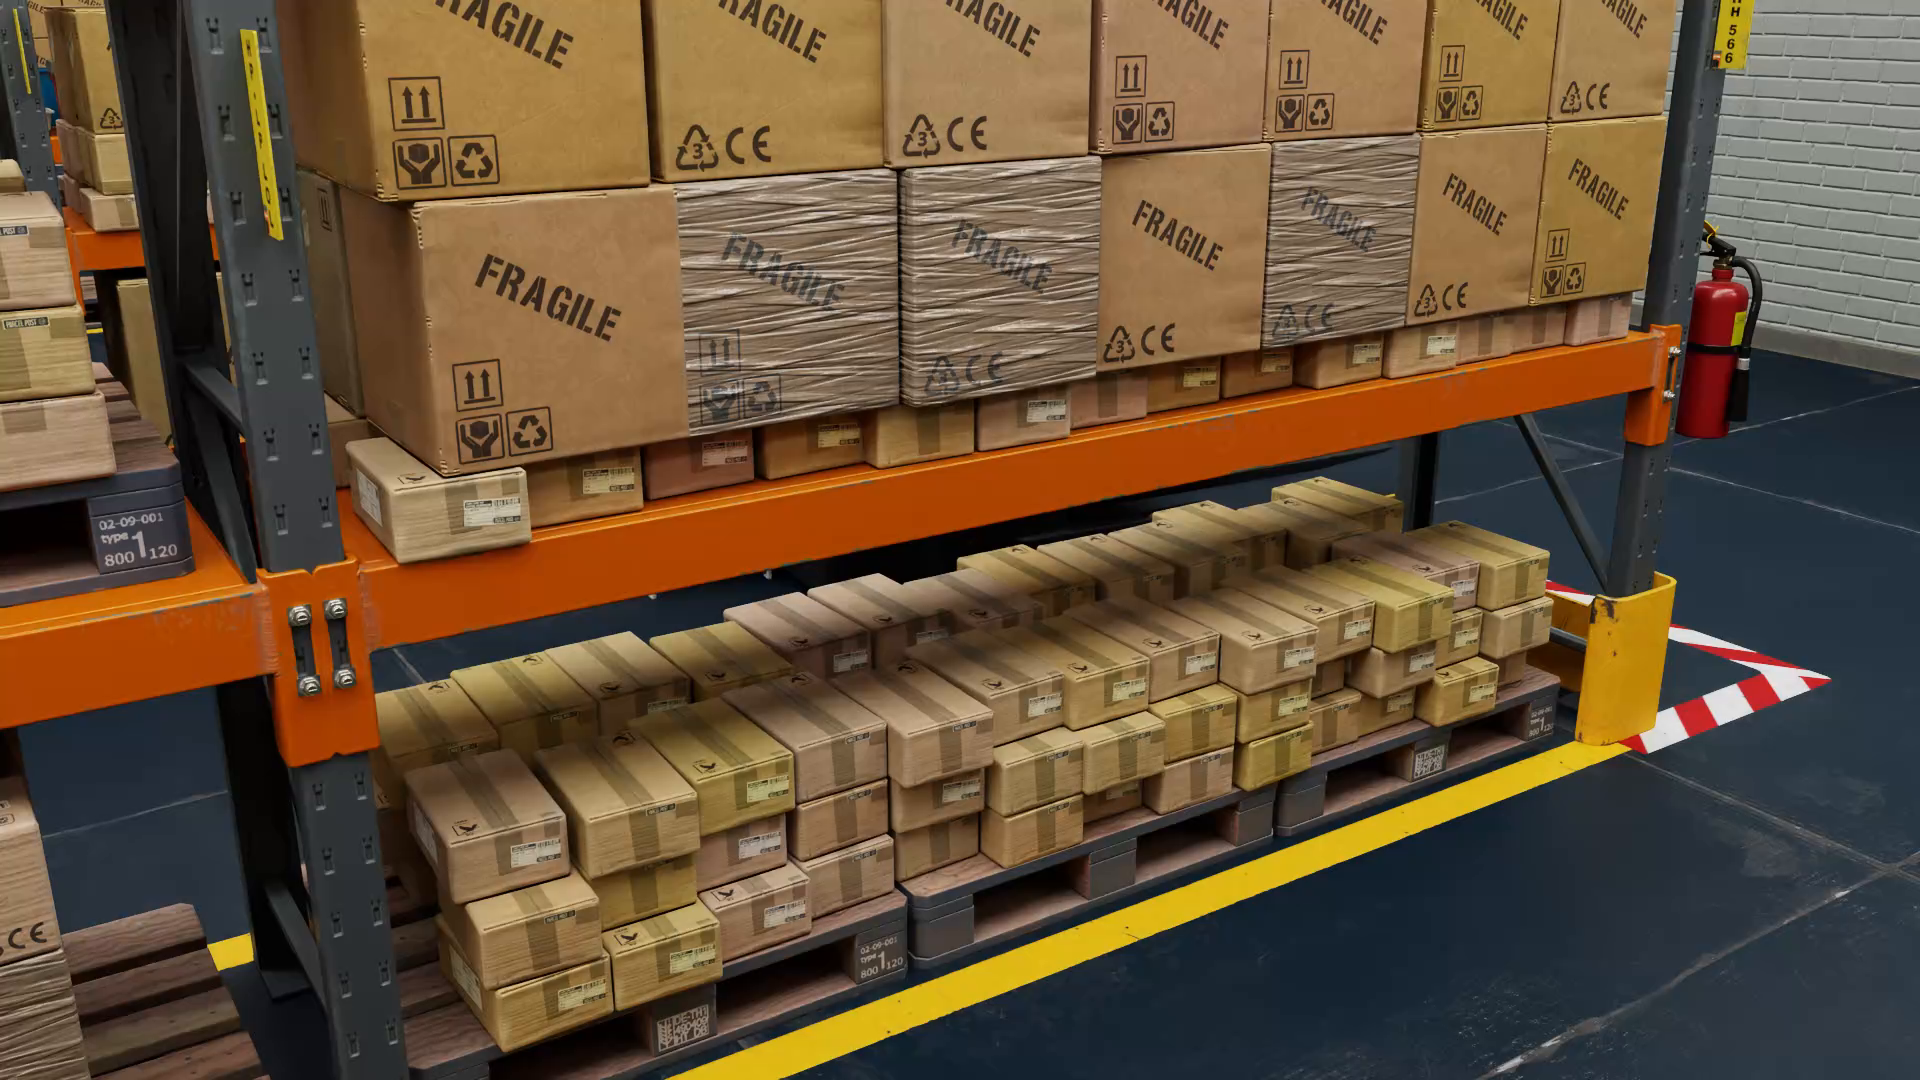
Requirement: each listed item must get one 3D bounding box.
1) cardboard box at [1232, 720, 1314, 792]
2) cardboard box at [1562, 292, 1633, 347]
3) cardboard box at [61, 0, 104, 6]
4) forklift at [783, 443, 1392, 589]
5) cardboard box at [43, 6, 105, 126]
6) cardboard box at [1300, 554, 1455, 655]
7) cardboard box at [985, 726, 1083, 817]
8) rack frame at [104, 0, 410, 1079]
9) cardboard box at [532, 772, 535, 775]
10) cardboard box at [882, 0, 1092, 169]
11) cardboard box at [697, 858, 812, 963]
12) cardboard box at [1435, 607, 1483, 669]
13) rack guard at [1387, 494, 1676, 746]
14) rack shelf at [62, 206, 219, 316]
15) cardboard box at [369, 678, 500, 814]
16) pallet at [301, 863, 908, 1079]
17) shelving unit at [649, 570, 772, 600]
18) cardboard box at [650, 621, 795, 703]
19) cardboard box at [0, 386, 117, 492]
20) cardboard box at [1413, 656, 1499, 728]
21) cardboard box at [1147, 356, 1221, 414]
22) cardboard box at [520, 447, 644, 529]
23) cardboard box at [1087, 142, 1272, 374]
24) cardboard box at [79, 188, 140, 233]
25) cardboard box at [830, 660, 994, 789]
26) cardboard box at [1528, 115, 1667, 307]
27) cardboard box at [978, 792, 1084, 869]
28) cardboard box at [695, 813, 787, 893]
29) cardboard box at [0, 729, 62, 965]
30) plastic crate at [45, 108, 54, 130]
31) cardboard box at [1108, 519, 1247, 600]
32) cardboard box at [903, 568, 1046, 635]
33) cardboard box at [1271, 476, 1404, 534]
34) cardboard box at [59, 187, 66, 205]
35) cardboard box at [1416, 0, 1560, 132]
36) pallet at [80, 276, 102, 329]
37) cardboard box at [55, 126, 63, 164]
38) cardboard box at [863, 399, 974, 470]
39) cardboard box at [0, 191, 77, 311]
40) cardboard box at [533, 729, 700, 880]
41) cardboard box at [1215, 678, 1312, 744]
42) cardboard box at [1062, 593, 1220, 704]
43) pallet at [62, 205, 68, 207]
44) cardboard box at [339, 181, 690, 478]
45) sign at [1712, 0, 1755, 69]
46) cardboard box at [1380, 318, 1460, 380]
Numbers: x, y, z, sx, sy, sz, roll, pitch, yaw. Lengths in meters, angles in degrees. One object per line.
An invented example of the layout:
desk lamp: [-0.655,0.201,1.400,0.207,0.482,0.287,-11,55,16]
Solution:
cardboard box: [0.778,0.549,4.732,0.250,0.149,0.380,-13,23,-34]
cardboard box: [1.790,-0.703,5.034,0.250,0.149,0.380,-12,22,-31]
cardboard box: [-8.114,-4.956,15.503,0.500,0.500,0.500,-13,22,-33]
forklift: [0.549,-1.482,7.053,3.031,2.935,1.130,-10,21,-26]
cardboard box: [-3.840,-2.173,7.587,0.500,0.500,0.500,-11,22,-30]
cardboard box: [1.217,0.184,4.884,0.250,0.149,0.380,-12,22,-33]
cardboard box: [0.106,0.544,4.283,0.250,0.149,0.380,-12,22,-32]
rack frame: [-1.434,-0.251,3.303,0.127,3.000,1.000,-12,22,-31]
cardboard box: [-1.126,0.568,4.211,0.250,0.149,0.380,-13,23,-34]
cardboard box: [-0.060,-1.103,3.642,0.500,0.500,0.500,-11,22,-31]
cardboard box: [-0.551,0.818,3.937,0.250,0.149,0.380,-12,22,-32]
cardboard box: [1.375,0.256,5.134,0.250,0.149,0.380,-13,22,-33]
rack guard: [1.844,0.242,5.748,0.348,0.500,1.175,-12,22,-31]
rack shelf: [-2.407,-1.607,8.437,4.000,0.370,1.077,-12,22,-31]
cardboard box: [-1.280,0.487,3.988,0.250,0.149,0.380,-11,22,-30]
pallet: [-0.892,0.942,4.128,1.213,0.211,1.003,-12,22,-31]
shelving unit: [-1.044,-0.405,6.569,0.503,1.200,0.258,-10,21,-26]
cardboard box: [-0.624,0.360,4.362,0.250,0.149,0.380,-11,22,-30]
cardboard box: [-1.656,-0.208,2.913,0.250,0.149,0.380,-12,22,-33]
cardboard box: [1.423,0.417,5.123,0.250,0.149,0.380,-11,22,-30]
cardboard box: [0.453,-0.449,4.281,0.250,0.149,0.380,-11,22,-30]
cardboard box: [-0.842,-0.160,3.425,0.250,0.149,0.380,-11,22,-30]
cardboard box: [0.400,-0.729,4.098,0.500,0.500,0.500,-11,21,-29]
cardboard box: [-3.647,-1.439,7.211,0.250,0.149,0.380,-12,22,-31]
cardboard box: [-0.122,0.448,4.102,0.250,0.149,0.380,-11,22,-30]
cardboard box: [1.673,-0.996,4.886,0.500,0.500,0.500,-11,22,-30]
cardboard box: [0.109,0.683,4.336,0.250,0.149,0.380,-13,22,-33]
cardboard box: [-0.609,0.660,3.939,0.250,0.149,0.380,-12,22,-32]
cardboard box: [-1.917,0.578,2.928,0.500,0.250,0.500,-13,22,-33]
plastic crate: [-6.334,-2.867,11.361,0.243,0.136,0.396,-12,22,-31]
cardboard box: [0.676,0.072,5.214,0.250,0.149,0.380,-13,23,-34]
cardboard box: [0.037,0.223,4.769,0.250,0.149,0.380,-12,22,-31]
cardboard box: [1.283,-0.084,5.677,0.250,0.149,0.380,-13,23,-34]
cardboard box: [-8.922,-3.362,16.270,0.250,0.149,0.380,-12,22,-31]
cardboard box: [1.239,-1.381,4.464,0.500,0.500,0.500,-13,23,-33]
pallet: [-6.208,-1.739,12.059,1.213,0.211,1.003,-12,22,-31]
cardboard box: [-10.717,-4.867,20.203,0.500,0.500,0.700,-11,22,-30]
cardboard box: [-0.171,-0.294,3.822,0.250,0.149,0.380,-11,22,-30]
cardboard box: [-1.661,-0.490,2.817,0.250,0.149,0.380,-11,21,-29]
cardboard box: [-0.769,0.581,3.709,0.250,0.149,0.380,-11,21,-29]
cardboard box: [0.765,0.411,4.676,0.250,0.149,0.380,-12,22,-31]
cardboard box: [0.491,0.292,4.566,0.250,0.149,0.380,-13,23,-33]
pallet: [-8.948,-3.045,15.923,1.213,0.211,1.003,-12,22,-31]
cardboard box: [-0.881,-0.459,3.298,0.500,0.500,0.500,-12,22,-32]
sign: [2.196,-1.502,4.702,0.005,0.325,0.100,-12,22,-31]
cardboard box: [1.161,-0.570,4.640,0.250,0.149,0.380,-11,22,-30]
